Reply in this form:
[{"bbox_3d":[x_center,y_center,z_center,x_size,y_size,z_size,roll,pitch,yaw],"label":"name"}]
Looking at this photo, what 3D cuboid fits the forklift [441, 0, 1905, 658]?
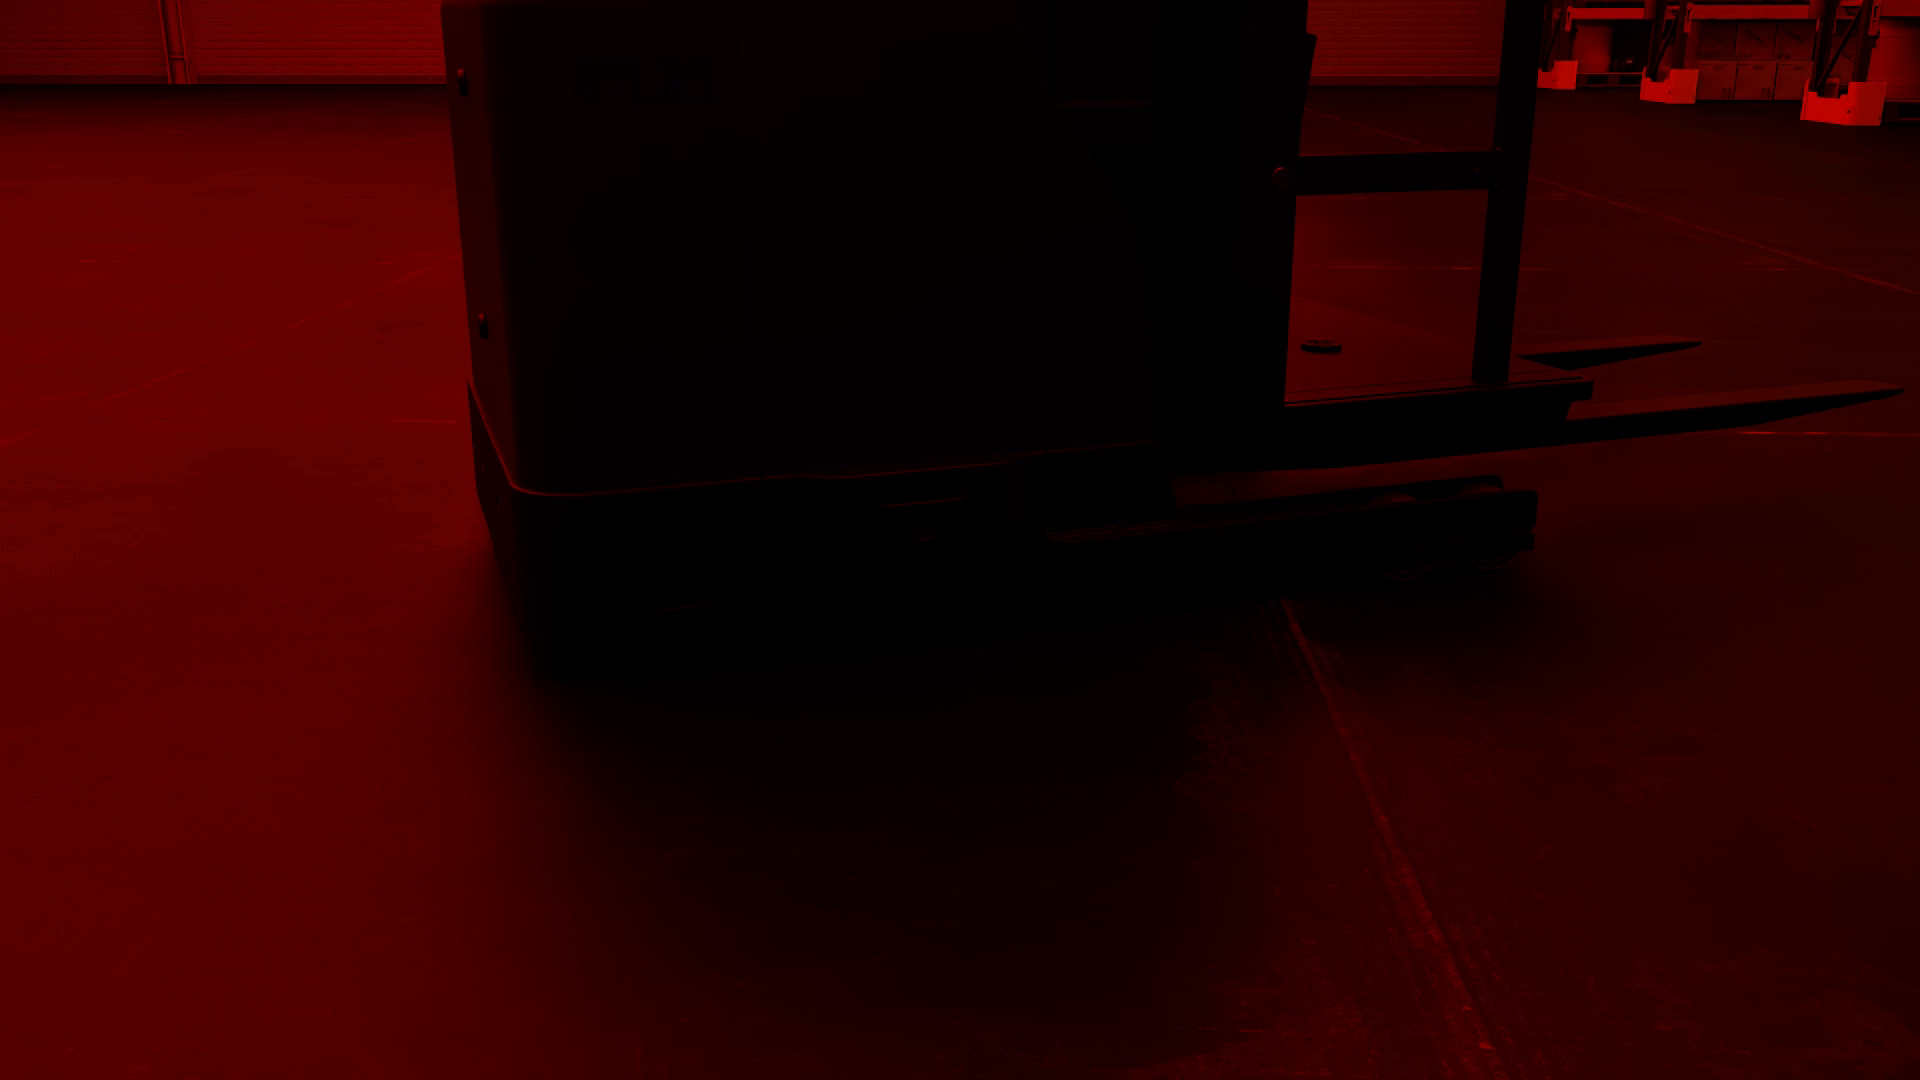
[{"bbox_3d":[0.571,-1.462,3.137,3.031,2.935,1.130,-6,18,-19],"label":"forklift"}]
